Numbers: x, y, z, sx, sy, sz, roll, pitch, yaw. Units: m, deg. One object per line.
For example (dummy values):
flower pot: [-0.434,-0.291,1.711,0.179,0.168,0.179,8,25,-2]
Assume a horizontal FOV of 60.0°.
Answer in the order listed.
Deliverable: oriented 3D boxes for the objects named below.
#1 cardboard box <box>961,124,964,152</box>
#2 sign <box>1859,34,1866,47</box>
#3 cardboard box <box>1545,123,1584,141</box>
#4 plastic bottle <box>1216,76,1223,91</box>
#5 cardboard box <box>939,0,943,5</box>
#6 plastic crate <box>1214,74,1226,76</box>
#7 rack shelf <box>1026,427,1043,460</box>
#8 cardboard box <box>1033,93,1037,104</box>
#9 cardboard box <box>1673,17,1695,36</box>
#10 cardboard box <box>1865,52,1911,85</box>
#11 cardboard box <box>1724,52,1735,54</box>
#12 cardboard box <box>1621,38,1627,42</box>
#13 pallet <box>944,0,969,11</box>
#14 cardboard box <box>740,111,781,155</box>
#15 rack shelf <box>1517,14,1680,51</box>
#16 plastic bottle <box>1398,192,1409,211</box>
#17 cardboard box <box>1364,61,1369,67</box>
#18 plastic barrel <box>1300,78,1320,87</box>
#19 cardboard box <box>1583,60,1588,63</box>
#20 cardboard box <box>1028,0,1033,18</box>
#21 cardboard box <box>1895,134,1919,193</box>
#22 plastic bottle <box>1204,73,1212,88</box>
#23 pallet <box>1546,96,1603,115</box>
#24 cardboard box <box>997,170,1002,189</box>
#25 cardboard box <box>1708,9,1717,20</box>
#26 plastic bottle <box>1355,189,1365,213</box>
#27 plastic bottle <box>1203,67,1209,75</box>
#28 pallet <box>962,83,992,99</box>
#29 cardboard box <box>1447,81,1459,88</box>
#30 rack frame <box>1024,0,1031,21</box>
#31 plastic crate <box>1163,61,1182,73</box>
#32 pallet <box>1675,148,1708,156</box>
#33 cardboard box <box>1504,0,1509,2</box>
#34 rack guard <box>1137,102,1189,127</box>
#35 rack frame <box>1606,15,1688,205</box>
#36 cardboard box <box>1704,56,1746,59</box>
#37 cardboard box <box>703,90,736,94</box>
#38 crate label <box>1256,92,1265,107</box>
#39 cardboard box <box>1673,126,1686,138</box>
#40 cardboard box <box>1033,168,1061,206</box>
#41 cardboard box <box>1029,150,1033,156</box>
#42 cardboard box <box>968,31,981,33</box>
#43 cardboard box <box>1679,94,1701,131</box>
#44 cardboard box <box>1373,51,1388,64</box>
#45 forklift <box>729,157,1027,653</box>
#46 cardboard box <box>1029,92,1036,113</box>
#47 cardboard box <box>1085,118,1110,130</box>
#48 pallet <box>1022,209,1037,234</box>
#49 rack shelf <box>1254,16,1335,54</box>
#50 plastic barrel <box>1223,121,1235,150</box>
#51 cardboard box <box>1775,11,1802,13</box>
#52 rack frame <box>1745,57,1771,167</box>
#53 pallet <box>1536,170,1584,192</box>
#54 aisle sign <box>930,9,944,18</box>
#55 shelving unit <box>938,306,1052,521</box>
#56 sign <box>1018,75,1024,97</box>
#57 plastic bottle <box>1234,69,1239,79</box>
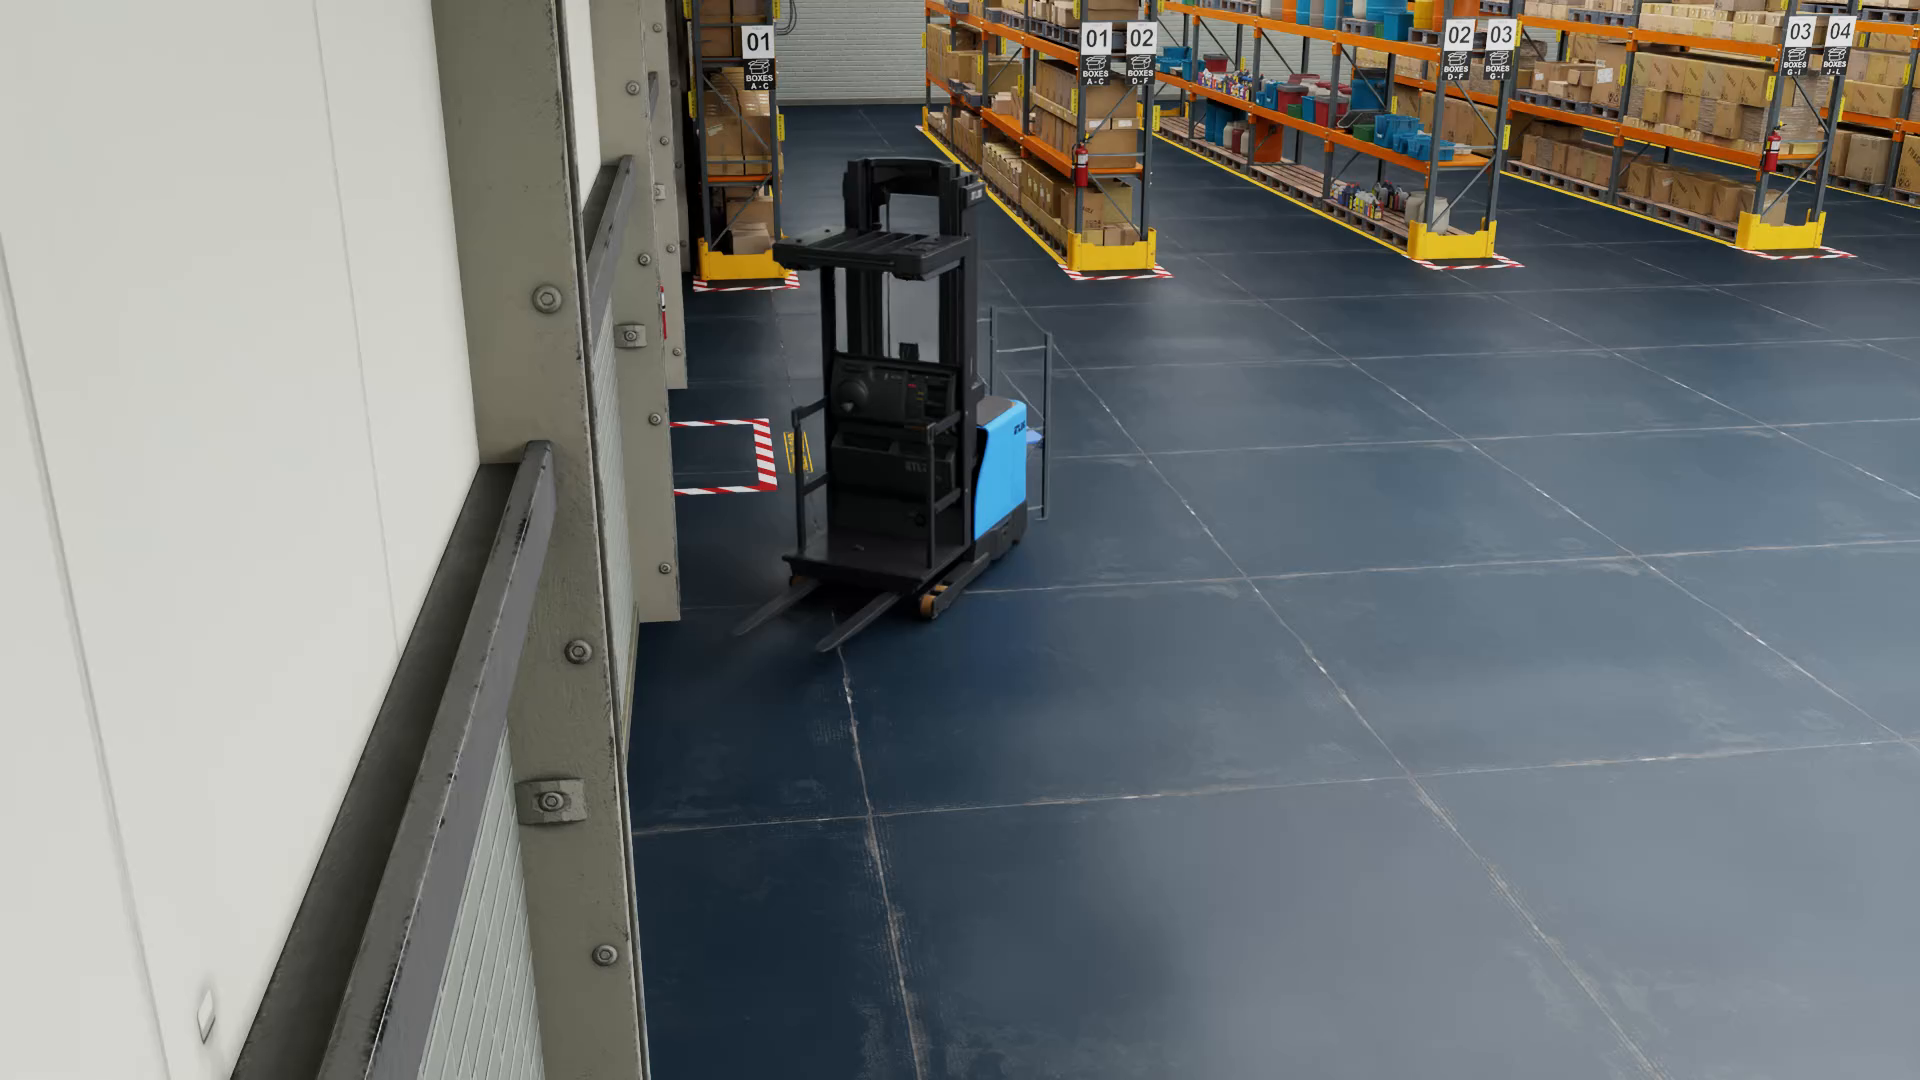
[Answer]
cardboard box: [0.302,-7.783,32.211,0.500,0.500,0.500,-3,21,-7]
sign: [19.382,-10.698,35.720,0.100,0.325,0.005,-3,21,-8]
cardboard box: [10.914,-7.371,30.038,0.500,0.250,0.500,-1,20,-2]
plastic bottle: [5.080,-8.895,32.423,0.152,0.276,0.135,-3,21,-8]
cardboard box: [-0.154,-11.121,34.133,0.500,0.250,0.500,-3,21,-8]
plastic crate: [5.298,-9.607,34.441,0.396,0.136,0.243,-3,21,-8]
rack shelf: [0.261,-0.833,13.318,0.538,0.185,1.000,-9,22,-22]
cardboard box: [1.322,-6.763,25.467,0.380,0.149,0.250,-3,21,-8]
cardboard box: [11.232,-7.824,25.306,0.500,0.250,0.500,-4,21,-10]
cardboard box: [16.047,-8.094,28.527,0.700,0.500,0.500,-3,21,-9]
cardboard box: [15.526,-9.683,33.263,0.380,0.149,0.250,-3,21,-9]
cardboard box: [14.632,-10.981,35.833,0.500,0.500,0.500,-4,21,-9]
pallet: [0.346,-10.373,32.184,1.213,0.211,1.003,-3,21,-8]
cardboard box: [-2.622,-5.350,21.868,0.500,0.500,0.500,-3,21,-8]
rack shelf: [10.990,-8.774,28.663,1.077,0.370,4.000,-3,21,-8]
plastic bottle: [6.848,-5.251,25.752,0.152,0.276,0.135,-3,21,-7]
cardboard box: [9.348,-10.734,37.527,0.380,0.149,0.250,-3,21,-9]
plastic barrel: [6.160,-7.856,29.303,0.421,0.512,0.421,0,20,0]
cardboard box: [14.430,-10.873,37.899,0.380,0.149,0.250,-2,21,-5]
cardboard box: [1.286,-8.042,24.731,0.500,0.500,0.500,-1,21,-3]
cardboard box: [16.222,-6.209,27.490,0.875,0.875,0.875,-3,21,-7]
plastic bottle: [4.966,-9.170,33.157,0.152,0.276,0.135,-3,21,-8]
pallet: [11.027,-7.625,29.120,1.003,0.211,1.213,-3,21,-8]
cardboard box: [0.911,-6.082,28.042,0.500,0.250,0.500,-2,21,-7]
cardboard box: [11.332,-7.779,24.614,0.380,0.149,0.250,-4,21,-11]
plastic bottle: [6.171,-5.216,25.552,0.144,0.351,0.185,-3,21,-8]
plastic bottle: [4.959,-9.358,33.556,0.144,0.351,0.185,-3,21,-8]
pallet: [0.613,-8.484,31.417,1.003,0.211,1.213,-3,21,-8]
cardboard box: [10.089,-9.311,33.216,0.500,0.500,0.500,-3,21,-9]
rack frame: [1.475,-9.326,24.824,1.000,3.000,0.127,-3,21,-8]
plastic crate: [4.590,-10.207,35.910,0.416,0.233,0.300,-3,21,-8]
pallet: [15.340,-8.000,33.833,1.003,0.211,1.213,-3,21,-8]
cardboard box: [10.542,-10.257,30.855,0.797,0.503,0.637,-2,21,-5]
rack guard: [4.631,-9.755,38.121,1.175,0.500,0.348,-3,21,-8]
rack frame: [11.278,-7.014,27.208,1.000,3.000,0.127,-3,21,-8]
cardboard box: [11.760,-7.180,25.656,0.500,0.500,0.500,-3,21,-8]
cardboard box: [-3.566,-6.381,24.629,0.500,0.500,0.500,-3,21,-9]
crate label: [5.490,-7.906,29.835,0.303,0.233,0.416,-3,21,-8]
cardboard box: [11.241,-6.288,25.623,0.380,0.149,0.250,-3,21,-8]
cardboard box: [1.376,-5.253,24.751,0.500,0.500,0.500,-3,21,-8]
cardboard box: [1.368,-6.548,28.490,0.500,0.311,0.500,-3,21,-8]
cardboard box: [0.457,-10.156,34.050,0.500,0.500,0.500,-4,21,-9]
cardboard box: [11.522,-6.523,25.325,0.875,0.500,0.500,-3,21,-8]
cardboard box: [9.500,-10.704,36.877,0.500,0.250,0.500,-4,21,-10]
forklift: [-0.542,-1.007,11.223,1.130,2.935,3.031,9,22,22]
cardboard box: [1.304,-7.011,27.058,0.500,0.500,0.500,-1,21,-4]
cardboard box: [1.807,-5.604,22.363,0.380,0.149,0.250,-3,21,-9]
pallet: [1.548,-4.932,25.618,1.003,0.211,1.213,-3,21,-8]
rack shelf: [6.088,-8.525,27.994,1.077,0.370,4.000,-3,21,-8]
plastic barrel: [5.380,-7.931,32.618,0.421,0.512,0.421,0,20,0]
cardboard box: [11.975,-7.531,23.951,0.380,0.149,0.250,-2,21,-6]
rack frame: [15.624,-8.614,31.492,1.000,3.000,0.127,-3,21,-8]
pallet: [10.985,-6.400,29.551,1.003,0.211,1.213,-3,21,-8]
aisle sign: [-0.556,-11.897,36.566,0.394,0.787,0.004,-3,21,-8]
shelving unit: [0.261,-1.002,13.255,0.538,1.500,1.048,-9,22,-22]
sign: [0.939,-6.990,25.602,0.100,0.325,0.005,-3,21,-8]
plastic bottle: [5.537,-9.202,33.136,0.144,0.351,0.185,-3,21,-8]
